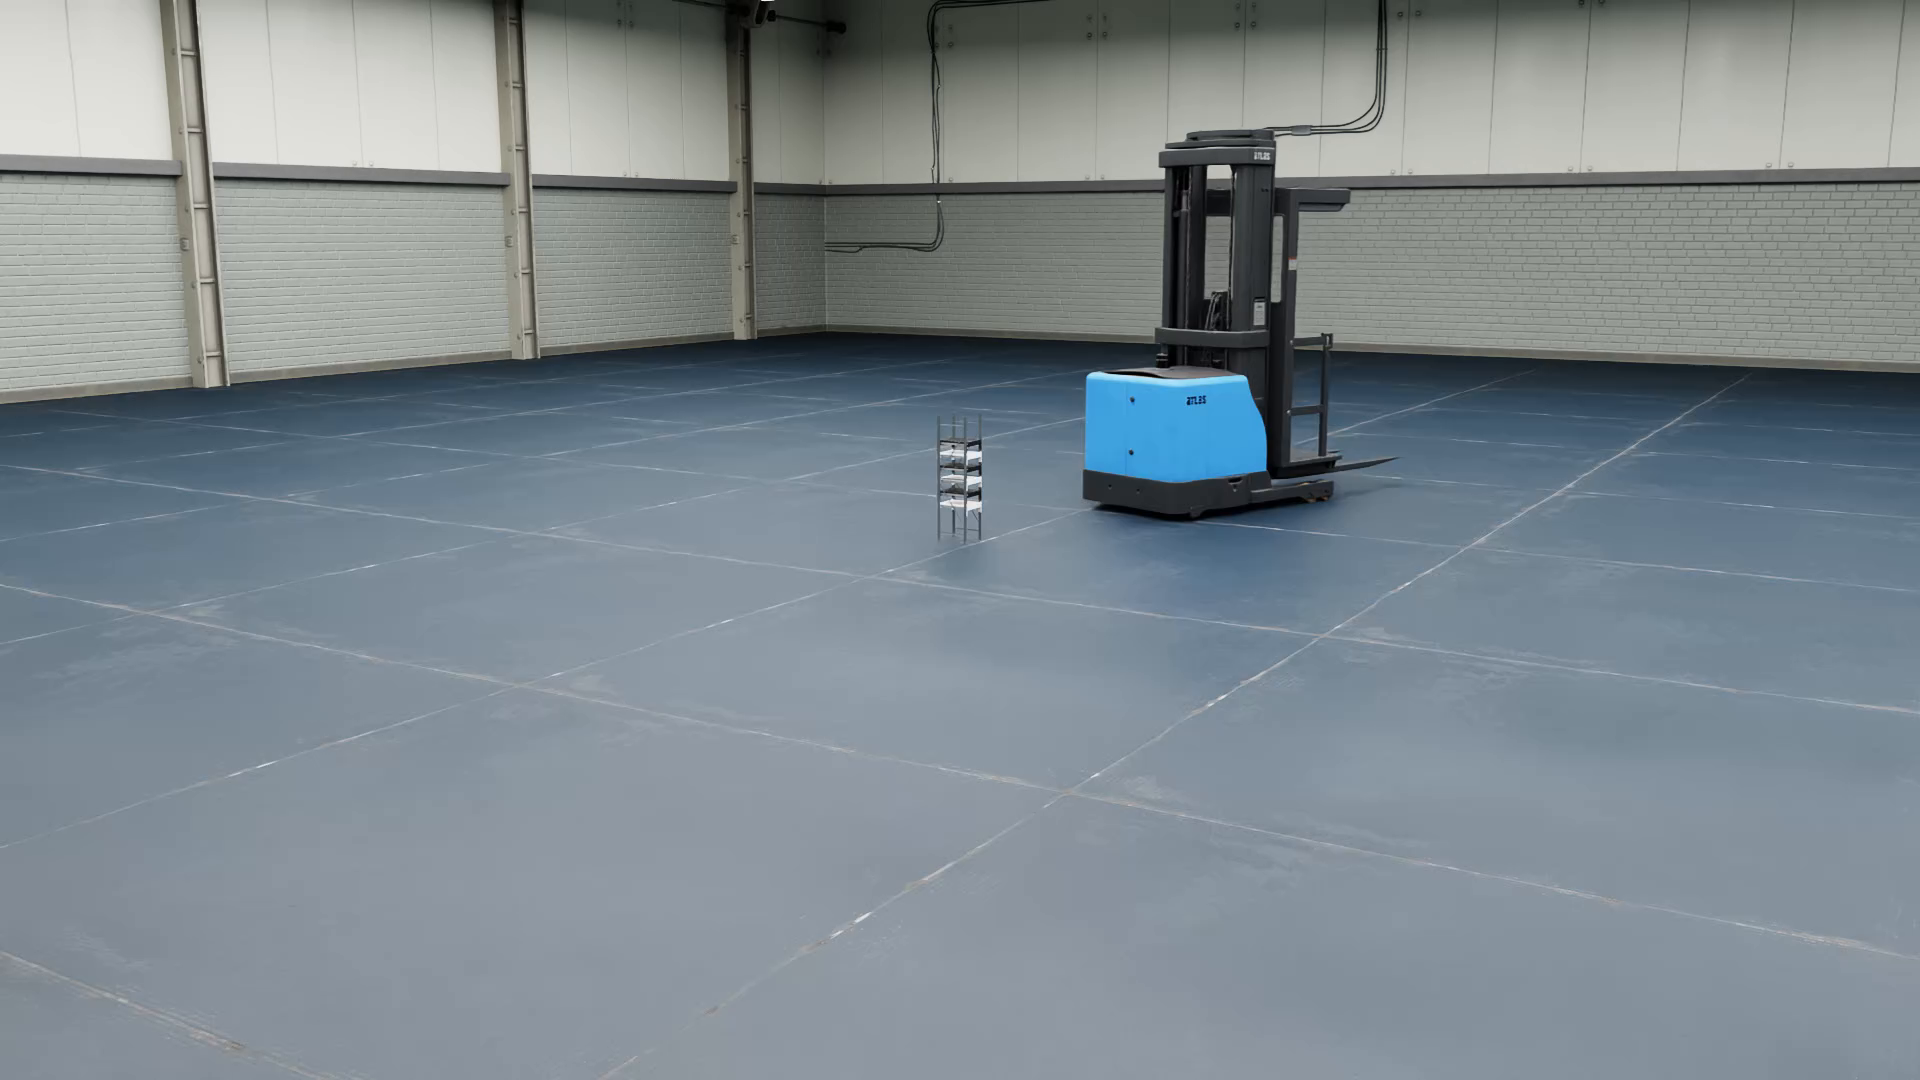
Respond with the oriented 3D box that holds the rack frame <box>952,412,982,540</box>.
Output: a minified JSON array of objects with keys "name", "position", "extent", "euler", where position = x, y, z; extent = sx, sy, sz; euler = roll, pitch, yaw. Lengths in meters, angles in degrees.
[{"name":"rack frame","position":[0.049,-0.457,11.864],"extent":[0.240,0.900,0.006],"euler":[6,12,31]}]

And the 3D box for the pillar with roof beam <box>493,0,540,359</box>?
[{"name":"pillar with roof beam","position":[-3.766,-7.124,25.470],"extent":[9.100,9.000,0.400],"euler":[6,12,31]}]

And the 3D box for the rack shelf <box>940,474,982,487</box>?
[{"name":"rack shelf","position":[-0.004,-0.408,11.785],"extent":[0.258,0.077,0.200],"euler":[6,12,31]}]

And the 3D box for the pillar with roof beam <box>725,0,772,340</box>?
[{"name":"pillar with roof beam","position":[-0.651,-8.068,30.510],"extent":[9.100,9.000,0.548],"euler":[6,12,31]}]

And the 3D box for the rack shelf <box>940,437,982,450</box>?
[{"name":"rack shelf","position":[-0.004,-0.674,11.736],"extent":[0.258,0.077,0.200],"euler":[6,12,31]}]

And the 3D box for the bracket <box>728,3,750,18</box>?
[{"name":"bracket","position":[-4.242,-10.149,31.846],"extent":[0.235,0.232,0.430],"euler":[6,12,31]}]

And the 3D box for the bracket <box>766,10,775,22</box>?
[{"name":"bracket","position":[-3.811,-10.280,32.544],"extent":[0.235,0.232,0.430],"euler":[6,12,31]}]

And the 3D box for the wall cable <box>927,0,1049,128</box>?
[{"name":"wall cable","position":[0.641,-9.514,32.948],"extent":[3.097,2.526,0.112],"euler":[6,12,31]}]

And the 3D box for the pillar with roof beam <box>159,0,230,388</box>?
[{"name":"pillar with roof beam","position":[-6.881,-6.181,20.429],"extent":[9.100,9.000,0.400],"euler":[6,12,31]}]

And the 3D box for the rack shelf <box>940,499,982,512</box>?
[{"name":"rack shelf","position":[-0.004,-0.231,11.818],"extent":[0.258,0.077,0.200],"euler":[6,12,31]}]

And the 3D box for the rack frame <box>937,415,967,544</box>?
[{"name":"rack frame","position":[-0.057,-0.425,11.694],"extent":[0.240,0.900,0.006],"euler":[6,12,31]}]

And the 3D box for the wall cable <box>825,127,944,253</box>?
[{"name":"wall cable","position":[-1.671,-7.290,34.793],"extent":[3.097,2.526,0.112],"euler":[6,12,31]}]

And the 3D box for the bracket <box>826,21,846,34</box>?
[{"name":"bracket","position":[-2.581,-10.653,34.534],"extent":[0.235,0.232,0.430],"euler":[6,12,31]}]

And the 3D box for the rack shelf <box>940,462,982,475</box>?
[{"name":"rack shelf","position":[-0.004,-0.497,11.769],"extent":[0.258,0.077,0.200],"euler":[6,12,31]}]

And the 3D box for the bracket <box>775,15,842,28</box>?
[{"name":"bracket","position":[-2.888,-10.560,34.038],"extent":[0.076,0.066,3.189],"euler":[6,12,31]}]

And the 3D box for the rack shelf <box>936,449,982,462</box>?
[{"name":"rack shelf","position":[-0.004,-0.585,11.752],"extent":[0.258,0.077,0.200],"euler":[6,12,31]}]

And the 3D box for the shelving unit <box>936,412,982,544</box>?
[{"name":"shelving unit","position":[-0.004,-0.441,11.779],"extent":[0.258,0.900,0.210],"euler":[6,12,31]}]

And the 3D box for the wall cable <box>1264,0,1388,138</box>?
[{"name":"wall cable","position":[6.435,-9.579,29.336],"extent":[2.305,6.003,0.169],"euler":[6,12,31]}]

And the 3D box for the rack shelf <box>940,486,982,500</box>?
[{"name":"rack shelf","position":[-0.004,-0.320,11.802],"extent":[0.258,0.077,0.200],"euler":[6,12,31]}]

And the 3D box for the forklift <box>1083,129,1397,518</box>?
[{"name":"forklift","position":[2.434,-1.808,13.560],"extent":[3.031,2.935,1.130],"euler":[-9,14,-39]}]

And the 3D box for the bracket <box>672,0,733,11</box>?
[{"name":"bracket","position":[-5.580,-9.744,29.682],"extent":[0.076,0.066,4.783],"euler":[6,12,31]}]
